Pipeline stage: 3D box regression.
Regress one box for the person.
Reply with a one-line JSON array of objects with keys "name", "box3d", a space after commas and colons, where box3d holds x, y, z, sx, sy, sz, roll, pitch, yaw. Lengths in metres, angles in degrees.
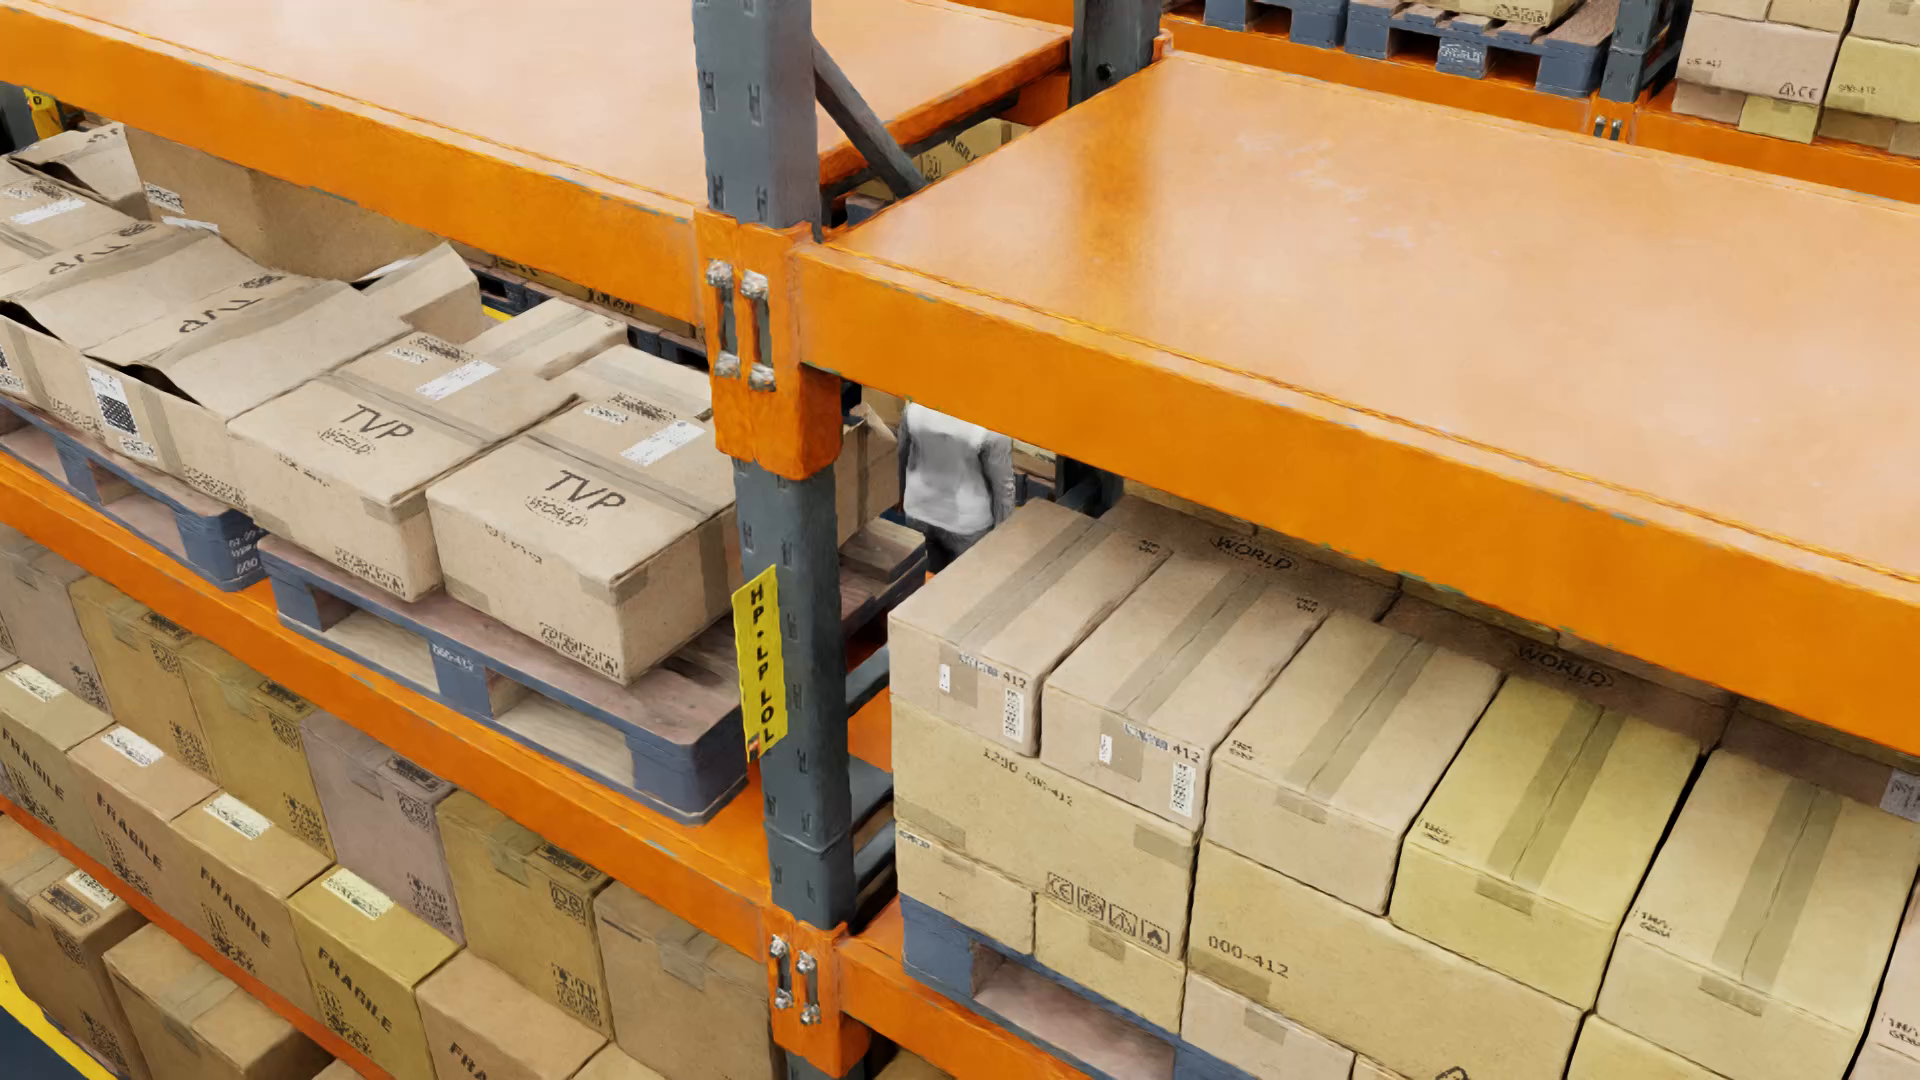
[{"name": "person", "box3d": [-0.028, -0.128, 7.453, 0.648, 1.772, 0.441, 17, 38, 23]}]
